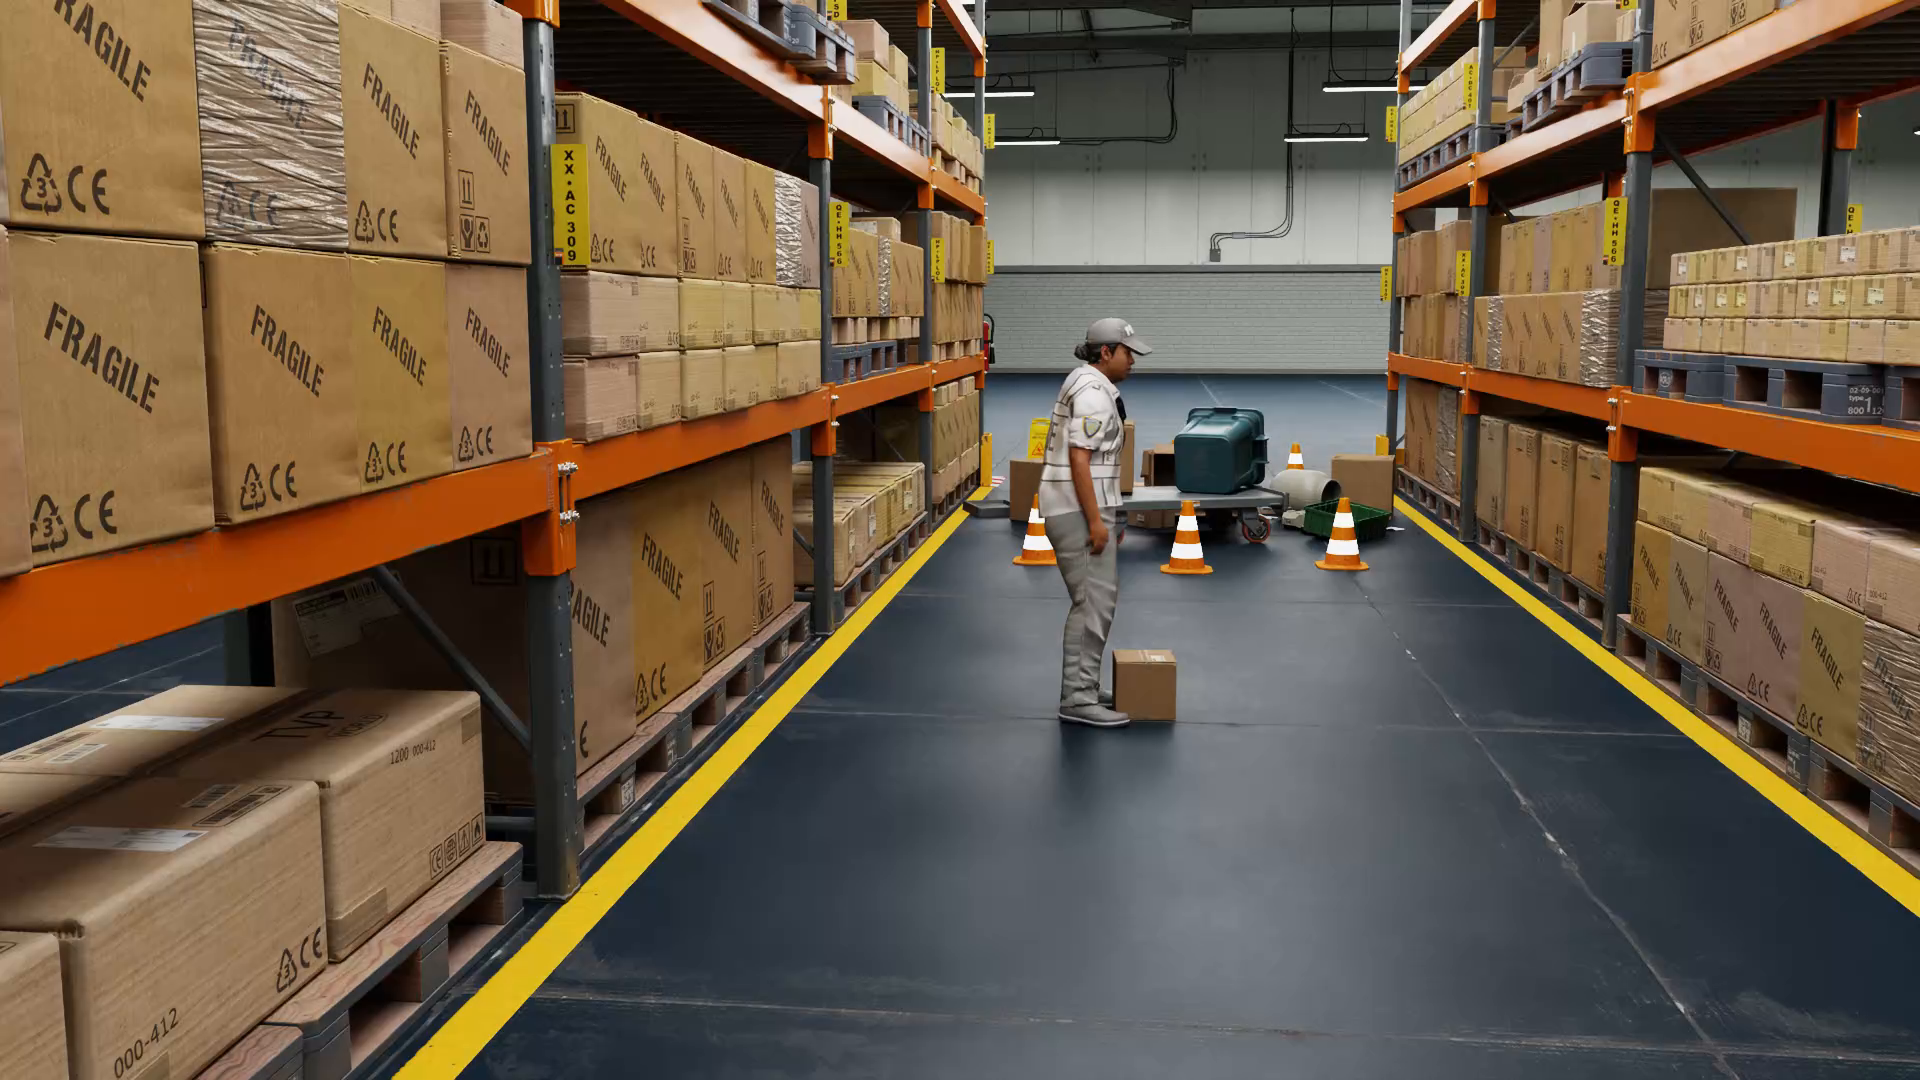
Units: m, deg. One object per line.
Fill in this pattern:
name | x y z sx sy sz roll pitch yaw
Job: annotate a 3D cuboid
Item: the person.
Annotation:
person | 0.561 -0.092 6.953 0.473 1.666 0.547 1 8 6
